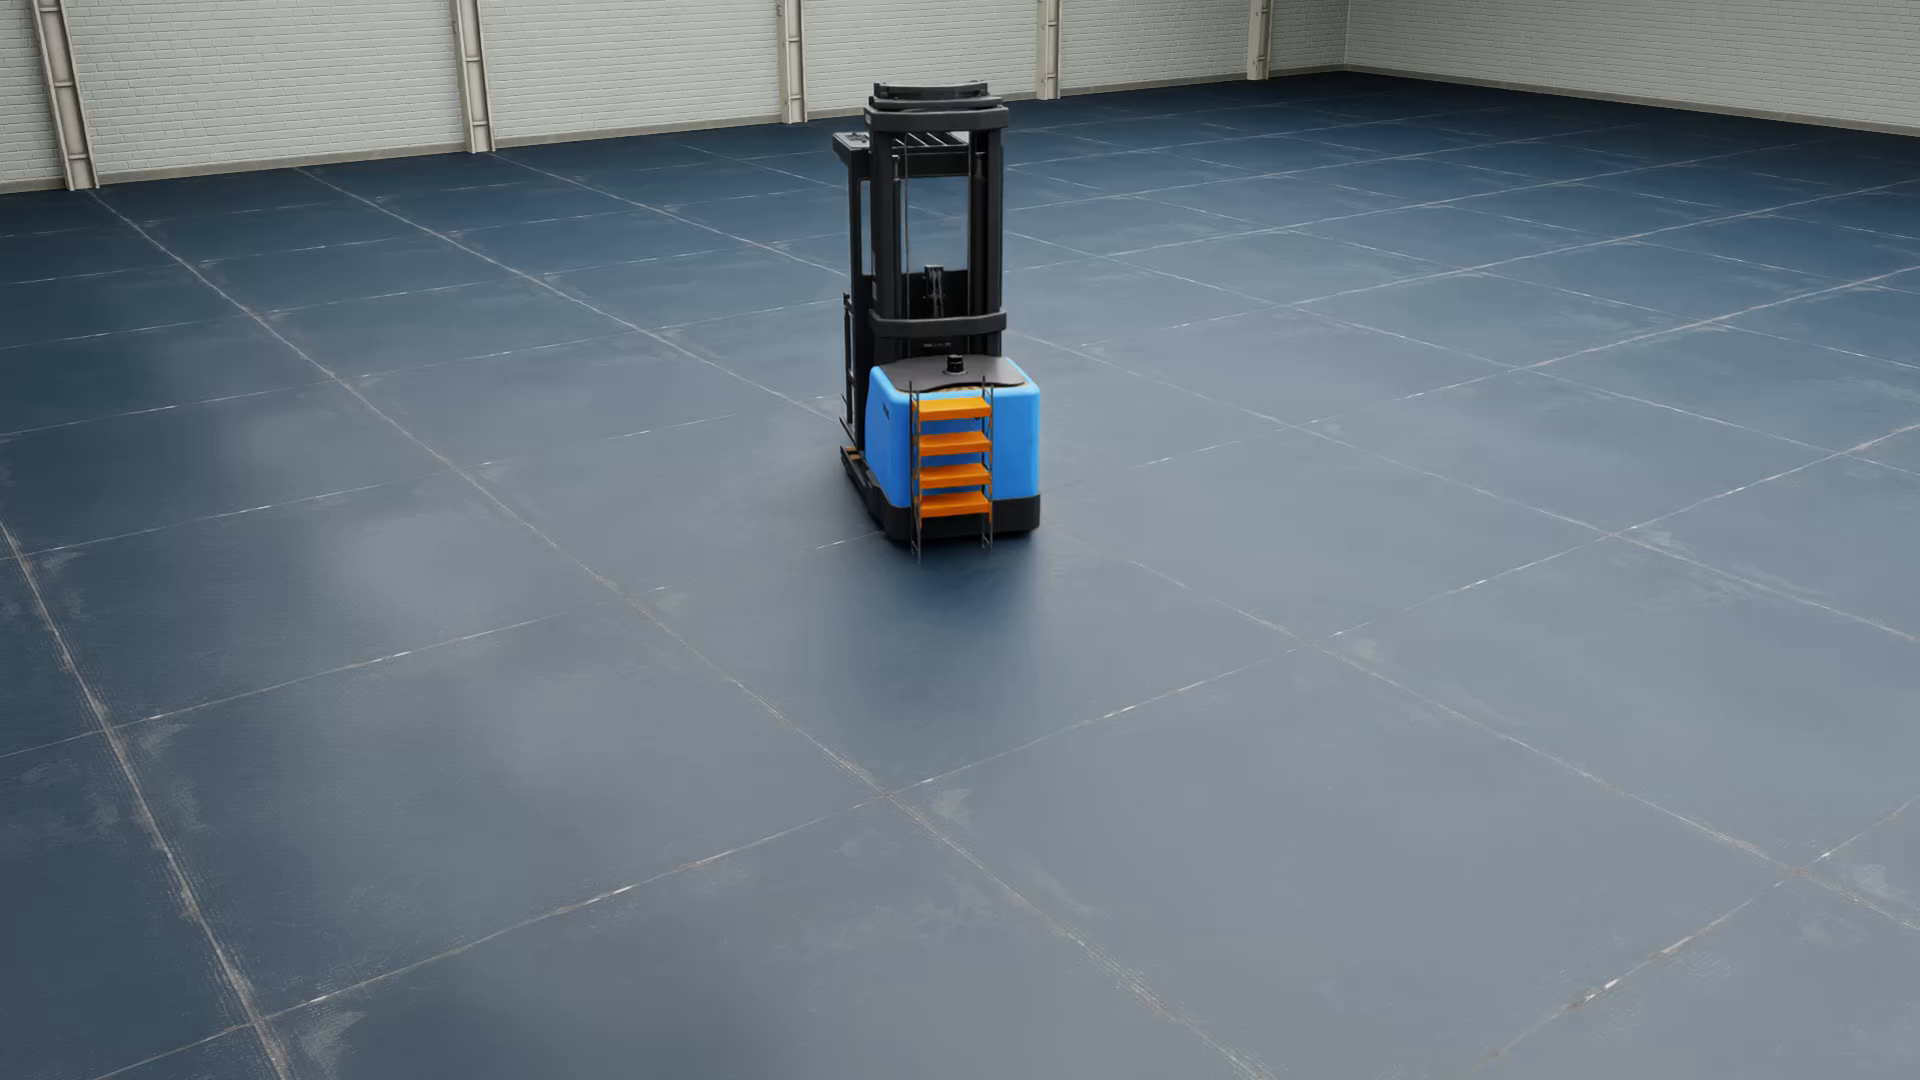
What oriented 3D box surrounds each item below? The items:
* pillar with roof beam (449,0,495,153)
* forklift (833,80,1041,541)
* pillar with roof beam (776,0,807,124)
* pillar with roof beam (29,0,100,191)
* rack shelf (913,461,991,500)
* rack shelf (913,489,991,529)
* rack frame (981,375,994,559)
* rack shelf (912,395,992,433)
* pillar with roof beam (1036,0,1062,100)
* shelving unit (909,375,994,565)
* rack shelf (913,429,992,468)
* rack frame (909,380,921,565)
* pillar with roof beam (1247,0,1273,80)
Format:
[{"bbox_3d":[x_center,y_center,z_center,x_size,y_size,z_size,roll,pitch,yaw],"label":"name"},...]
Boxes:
[{"bbox_3d":[-5.430,-9.331,22.639,0.400,9.000,9.100,-15,26,-33],"label":"pillar with roof beam"},{"bbox_3d":[-0.295,-1.871,12.130,1.130,2.935,3.031,-5,22,-13],"label":"forklift"},{"bbox_3d":[-0.559,-10.630,25.893,0.400,9.000,9.100,-15,26,-33],"label":"pillar with roof beam"},{"bbox_3d":[-10.300,-8.033,19.384,0.400,9.000,9.100,-15,26,-33],"label":"pillar with roof beam"},{"bbox_3d":[-0.057,-0.391,10.940,0.480,0.148,0.258,-5,22,-13],"label":"rack shelf"},{"bbox_3d":[-0.057,-0.207,11.014,0.480,0.148,0.258,-5,22,-13],"label":"rack shelf"},{"bbox_3d":[0.180,-0.475,10.968,0.015,1.200,0.240,-5,22,-13],"label":"rack frame"},{"bbox_3d":[-0.057,-0.819,10.769,0.480,0.148,0.258,-5,22,-13],"label":"rack shelf"},{"bbox_3d":[4.311,-11.929,29.148,0.400,9.000,9.100,-15,26,-33],"label":"pillar with roof beam"},{"bbox_3d":[-0.057,-0.454,10.915,0.503,1.200,0.258,-5,22,-13],"label":"shelving unit"},{"bbox_3d":[-0.057,-0.599,10.857,0.480,0.148,0.258,-5,22,-13],"label":"rack shelf"},{"bbox_3d":[-0.294,-0.433,10.861,0.015,1.200,0.240,-5,22,-13],"label":"rack frame"},{"bbox_3d":[9.182,-13.227,32.403,0.400,9.000,9.100,-15,26,-33],"label":"pillar with roof beam"}]
